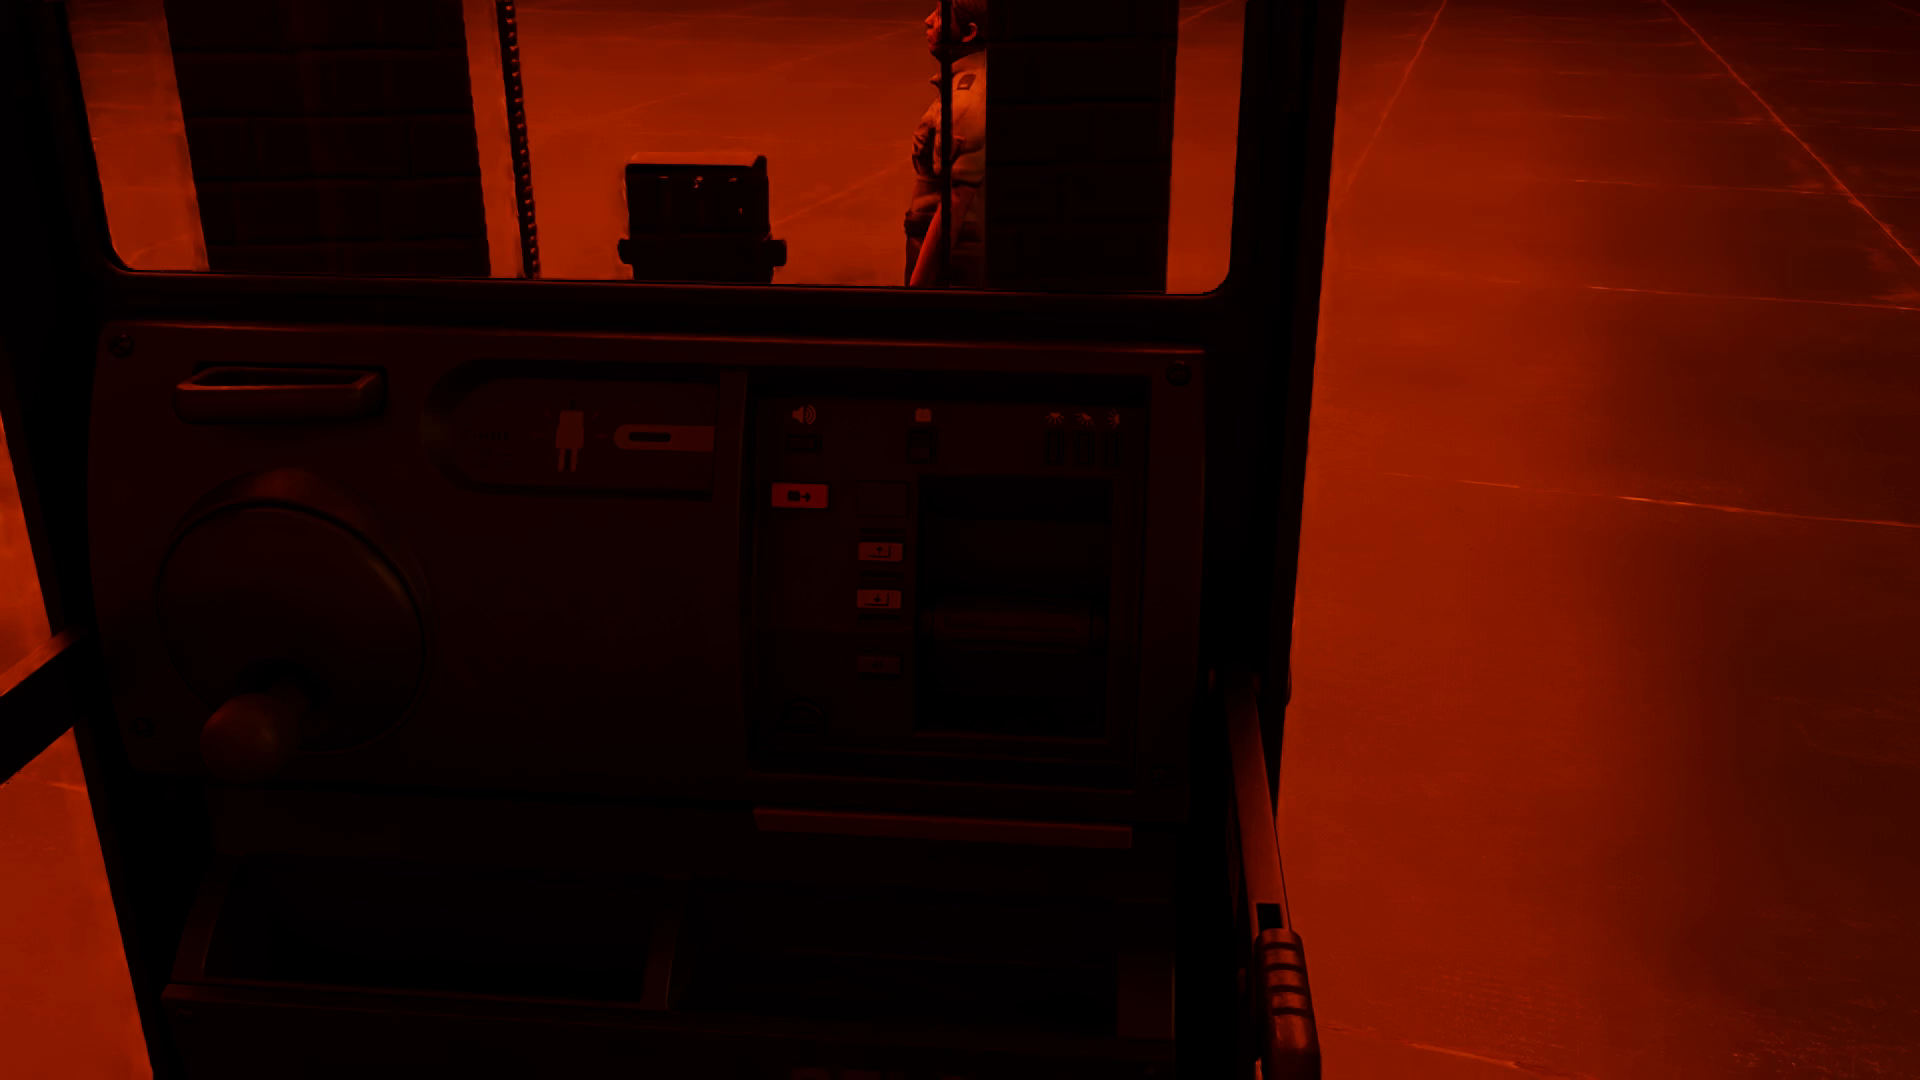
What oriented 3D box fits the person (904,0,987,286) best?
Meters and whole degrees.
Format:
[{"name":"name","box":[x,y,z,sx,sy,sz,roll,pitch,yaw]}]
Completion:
[{"name":"person","box":[-0.078,-0.787,4.848,0.503,1.650,0.599,7,23,16]}]

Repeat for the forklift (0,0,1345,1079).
[{"name":"forklift","box":[-0.285,0.040,1.182,1.130,2.935,3.031,2,23,5]}]
